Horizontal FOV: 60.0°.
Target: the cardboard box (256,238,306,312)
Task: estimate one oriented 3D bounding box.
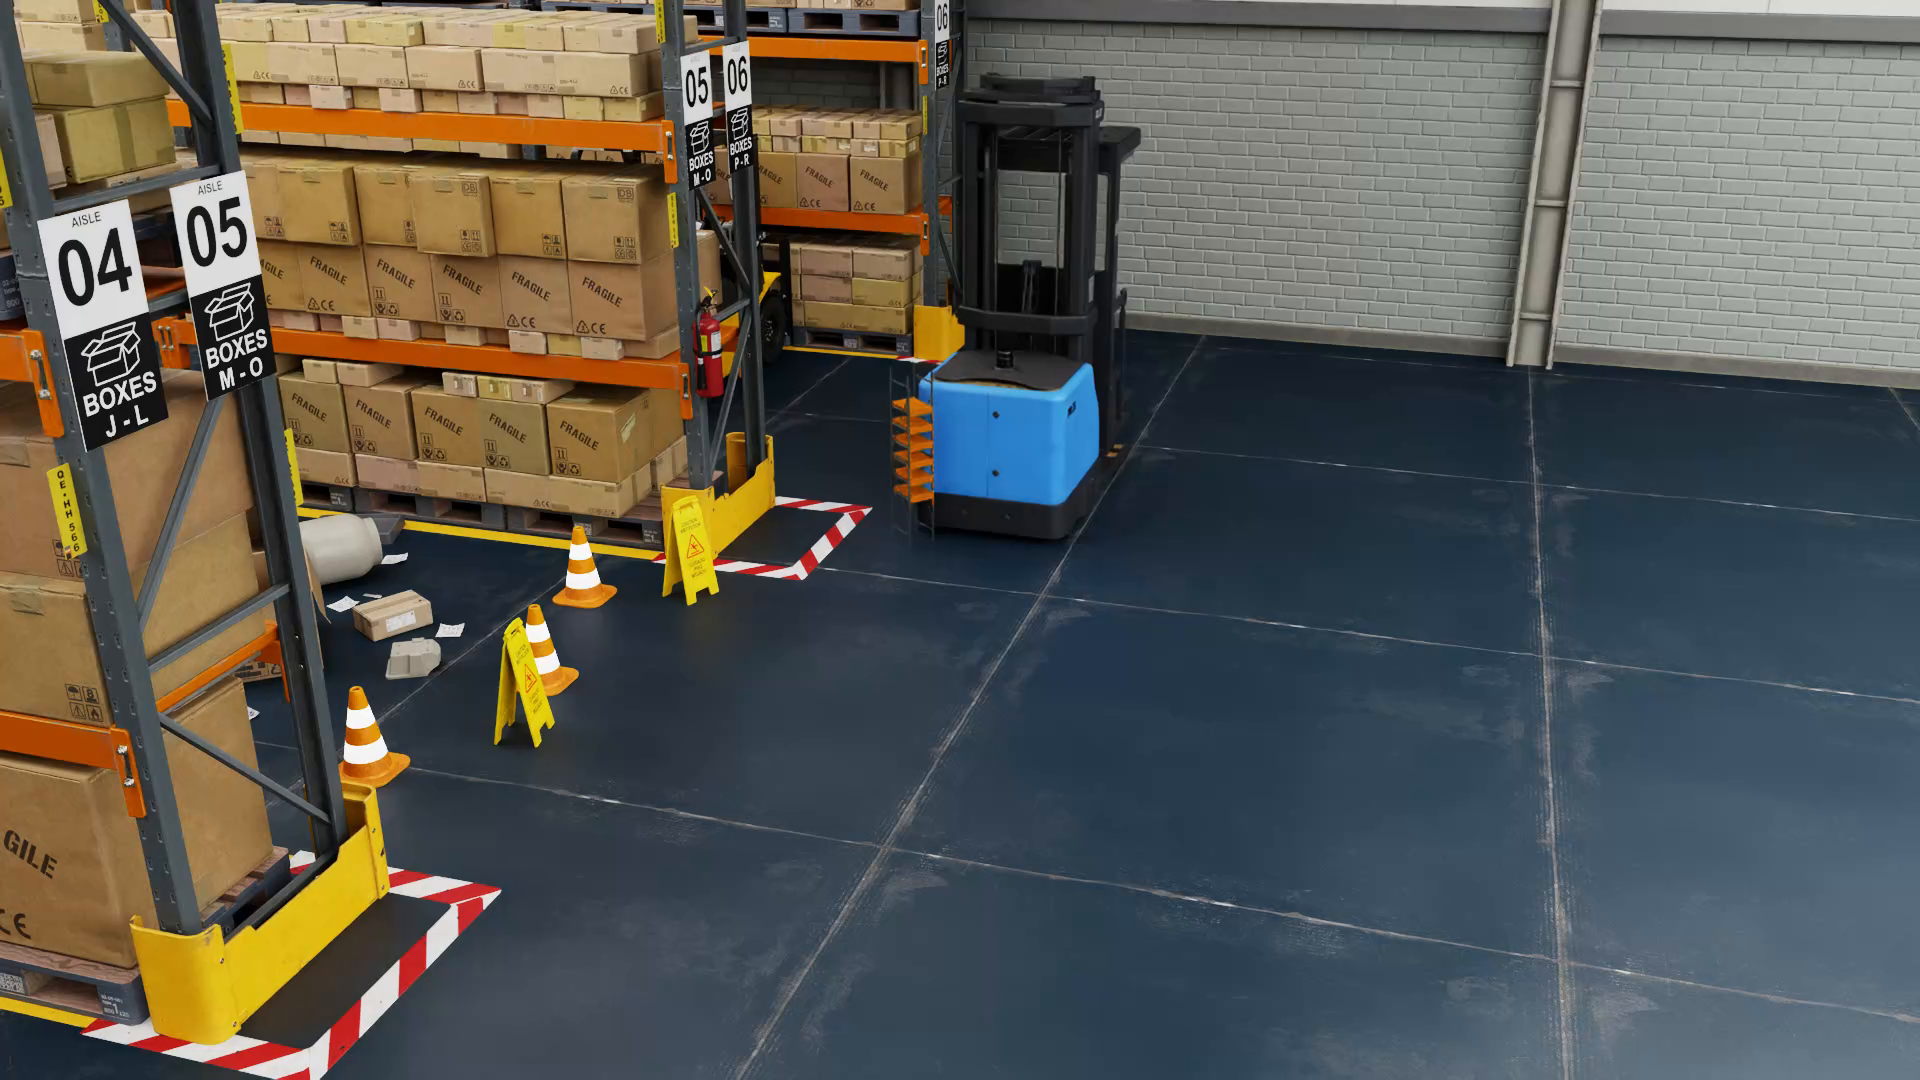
[{"bbox_3d":[-4.565,-1.884,11.386,0.500,0.500,0.500,6,23,15],"label":"cardboard box"}]

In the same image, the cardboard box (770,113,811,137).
[{"bbox_3d":[-1.539,-3.785,15.167,0.250,0.149,0.380,7,23,17],"label":"cardboard box"}]

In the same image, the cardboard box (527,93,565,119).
[{"bbox_3d":[-2.478,-2.723,10.335,0.250,0.149,0.380,7,23,17],"label":"cardboard box"}]

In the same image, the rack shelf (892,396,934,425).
[{"bbox_3d":[-0.318,-0.853,10.936,0.180,0.103,0.258,-14,26,-30],"label":"rack shelf"}]

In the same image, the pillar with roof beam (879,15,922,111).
[{"bbox_3d":[-1.783,-4.877,11.301,0.400,9.000,9.100,7,23,16],"label":"pillar with roof beam"}]

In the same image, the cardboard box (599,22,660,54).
[{"bbox_3d":[-1.972,-3.028,10.027,0.250,0.149,0.380,7,23,16],"label":"cardboard box"}]

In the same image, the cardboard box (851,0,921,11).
[{"bbox_3d":[-0.627,-4.896,14.484,0.500,0.500,0.500,7,23,17],"label":"cardboard box"}]

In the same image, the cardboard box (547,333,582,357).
[{"bbox_3d":[-2.497,-1.328,10.886,0.250,0.149,0.380,6,23,15],"label":"cardboard box"}]

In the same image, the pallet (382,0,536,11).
[{"bbox_3d":[-4.811,-5.091,16.028,1.217,0.209,0.805,6,23,13],"label":"pallet"}]

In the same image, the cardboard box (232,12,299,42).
[{"bbox_3d":[-4.434,-3.295,10.677,0.250,0.149,0.380,6,23,15],"label":"cardboard box"}]

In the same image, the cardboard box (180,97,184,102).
[{"bbox_3d":[-4.931,-2.994,10.996,0.250,0.149,0.380,7,23,16],"label":"cardboard box"}]

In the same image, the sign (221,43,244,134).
[{"bbox_3d":[-2.730,-1.678,6.199,0.005,0.325,0.100,7,23,16],"label":"sign"}]

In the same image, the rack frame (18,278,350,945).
[{"bbox_3d":[-2.896,0.352,6.459,0.127,3.000,1.000,7,23,16],"label":"rack frame"}]

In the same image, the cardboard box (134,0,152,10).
[{"bbox_3d":[-8.354,-5.425,16.787,0.500,0.250,0.500,6,23,14],"label":"cardboard box"}]

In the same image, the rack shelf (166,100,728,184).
[{"bbox_3d":[-3.478,-2.732,10.972,4.000,0.370,1.077,7,23,16],"label":"rack shelf"}]

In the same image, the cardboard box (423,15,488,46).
[{"bbox_3d":[-3.161,-3.205,10.460,0.250,0.149,0.380,6,23,14],"label":"cardboard box"}]

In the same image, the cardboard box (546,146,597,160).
[{"bbox_3d":[-3.613,-3.603,15.968,0.500,0.500,0.500,6,23,14],"label":"cardboard box"}]

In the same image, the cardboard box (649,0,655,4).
[{"bbox_3d":[-2.629,-4.993,15.029,0.258,0.266,0.396,6,23,14],"label":"cardboard box"}]

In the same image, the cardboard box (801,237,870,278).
[{"bbox_3d":[-1.155,-2.637,15.499,0.500,0.250,0.500,7,23,16],"label":"cardboard box"}]

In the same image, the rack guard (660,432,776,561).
[{"bbox_3d":[-1.636,-0.309,11.365,0.348,0.500,1.175,7,23,16],"label":"rack guard"}]

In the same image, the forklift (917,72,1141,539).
[{"bbox_3d":[0.645,-1.890,12.016,1.130,2.935,3.031,7,23,17],"label":"forklift"}]

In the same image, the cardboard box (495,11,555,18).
[{"bbox_3d":[-2.796,-3.330,10.762,0.250,0.149,0.380,6,23,15],"label":"cardboard box"}]

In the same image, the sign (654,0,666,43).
[{"bbox_3d":[-1.743,-3.055,9.647,0.005,0.325,0.100,7,23,16],"label":"sign"}]

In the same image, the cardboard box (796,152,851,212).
[{"bbox_3d":[-1.174,-3.326,15.295,0.500,0.500,0.500,7,23,17],"label":"cardboard box"}]

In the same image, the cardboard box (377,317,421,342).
[{"bbox_3d":[-3.713,-1.468,11.226,0.250,0.149,0.380,6,23,15],"label":"cardboard box"}]

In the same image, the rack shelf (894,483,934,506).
[{"bbox_3d":[-0.318,-0.298,11.164,0.180,0.103,0.258,-14,26,-30],"label":"rack shelf"}]

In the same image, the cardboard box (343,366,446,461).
[{"bbox_3d":[-3.894,-0.890,11.570,0.500,0.500,0.500,8,24,18],"label":"cardboard box"}]

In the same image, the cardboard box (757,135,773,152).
[{"bbox_3d":[-1.781,-3.676,15.292,0.250,0.149,0.380,7,23,16],"label":"cardboard box"}]

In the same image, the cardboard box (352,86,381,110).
[{"bbox_3d":[-3.687,-2.875,10.704,0.250,0.149,0.380,7,23,16],"label":"cardboard box"}]

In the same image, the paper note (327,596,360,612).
[{"bbox_3d":[-3.813,0.393,10.286,0.142,0.019,0.148,16,27,34],"label":"paper note"}]

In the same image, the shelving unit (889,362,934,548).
[{"bbox_3d":[-0.318,-0.561,11.056,0.189,1.200,0.258,-14,26,-30],"label":"shelving unit"}]

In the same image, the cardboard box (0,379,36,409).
[{"bbox_3d":[-3.794,-0.298,6.424,0.550,0.550,0.875,7,23,16],"label":"cardboard box"}]

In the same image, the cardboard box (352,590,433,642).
[{"bbox_3d":[-3.401,0.452,9.972,0.380,0.149,0.250,-20,29,-39],"label":"cardboard box"}]

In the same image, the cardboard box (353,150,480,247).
[{"bbox_3d":[-3.553,-2.262,10.992,0.500,0.500,0.700,6,23,15],"label":"cardboard box"}]

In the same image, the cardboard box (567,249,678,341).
[{"bbox_3d":[-2.162,-1.601,10.696,0.500,0.500,0.500,6,23,15],"label":"cardboard box"}]

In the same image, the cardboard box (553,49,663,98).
[{"bbox_3d":[-2.131,-2.872,10.171,0.500,0.250,0.500,6,23,15],"label":"cardboard box"}]

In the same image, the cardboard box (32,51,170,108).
[{"bbox_3d":[-3.124,-1.681,6.059,0.250,0.149,0.380,7,23,16],"label":"cardboard box"}]

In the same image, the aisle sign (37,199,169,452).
[{"bbox_3d":[-2.915,-0.734,5.681,0.004,0.787,0.394,7,23,16],"label":"aisle sign"}]

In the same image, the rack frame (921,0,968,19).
[{"bbox_3d":[-0.133,-6.037,14.130,0.127,3.000,1.000,7,23,16],"label":"rack frame"}]

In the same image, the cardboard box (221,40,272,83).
[{"bbox_3d":[-4.554,-3.151,10.853,0.500,0.250,0.500,6,23,15],"label":"cardboard box"}]

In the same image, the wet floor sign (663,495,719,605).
[{"bbox_3d":[-1.690,0.041,10.319,0.232,0.644,0.267,16,27,34],"label":"wet floor sign"}]

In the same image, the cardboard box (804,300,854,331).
[{"bbox_3d":[-1.148,-2.178,15.697,0.500,0.250,0.500,7,23,15],"label":"cardboard box"}]

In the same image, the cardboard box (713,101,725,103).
[{"bbox_3d":[-2.353,-4.106,15.950,0.250,0.149,0.380,6,23,15],"label":"cardboard box"}]

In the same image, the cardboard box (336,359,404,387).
[{"bbox_3d":[-4.052,-1.183,11.428,0.250,0.149,0.380,8,24,19],"label":"cardboard box"}]

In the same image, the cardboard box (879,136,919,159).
[{"bbox_3d":[-0.546,-3.544,14.971,0.250,0.149,0.380,7,23,16],"label":"cardboard box"}]

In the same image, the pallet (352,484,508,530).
[{"bbox_3d":[-3.568,-0.412,11.996,1.213,0.211,1.003,7,23,16],"label":"pallet"}]

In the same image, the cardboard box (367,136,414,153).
[{"bbox_3d":[-5.489,-3.935,16.448,0.500,0.250,0.500,7,23,17],"label":"cardboard box"}]

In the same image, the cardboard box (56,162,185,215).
[{"bbox_3d":[-3.132,-1.314,6.214,0.250,0.149,0.380,7,23,16],"label":"cardboard box"}]

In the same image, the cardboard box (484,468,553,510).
[{"bbox_3d":[-2.909,-0.430,11.436,0.500,0.250,0.500,7,23,16],"label":"cardboard box"}]

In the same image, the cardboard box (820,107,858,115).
[{"bbox_3d":[-1.123,-3.957,15.586,0.250,0.149,0.380,7,23,16],"label":"cardboard box"}]

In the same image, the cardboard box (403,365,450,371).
[{"bbox_3d":[-3.773,-1.087,12.049,0.500,0.500,0.500,8,24,18],"label":"cardboard box"}]

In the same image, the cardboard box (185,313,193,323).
[{"bbox_3d":[-5.184,-1.629,11.619,0.250,0.149,0.380,6,23,15],"label":"cardboard box"}]

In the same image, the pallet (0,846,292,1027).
[{"bbox_3d":[-3.684,1.583,7.133,1.213,0.211,1.003,7,23,15],"label":"pallet"}]

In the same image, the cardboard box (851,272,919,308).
[{"bbox_3d":[-0.689,-2.355,15.469,0.500,0.250,0.500,6,23,15],"label":"cardboard box"}]

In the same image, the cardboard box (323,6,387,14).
[{"bbox_3d":[-4.024,-3.472,11.111,0.250,0.149,0.380,6,23,14],"label":"cardboard box"}]

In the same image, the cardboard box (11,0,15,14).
[{"bbox_3d":[-6.968,-3.761,11.519,0.500,0.250,0.500,7,23,16],"label":"cardboard box"}]

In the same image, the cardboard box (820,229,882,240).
[{"bbox_3d":[-1.018,-2.821,15.947,0.500,0.250,0.500,7,23,16],"label":"cardboard box"}]
